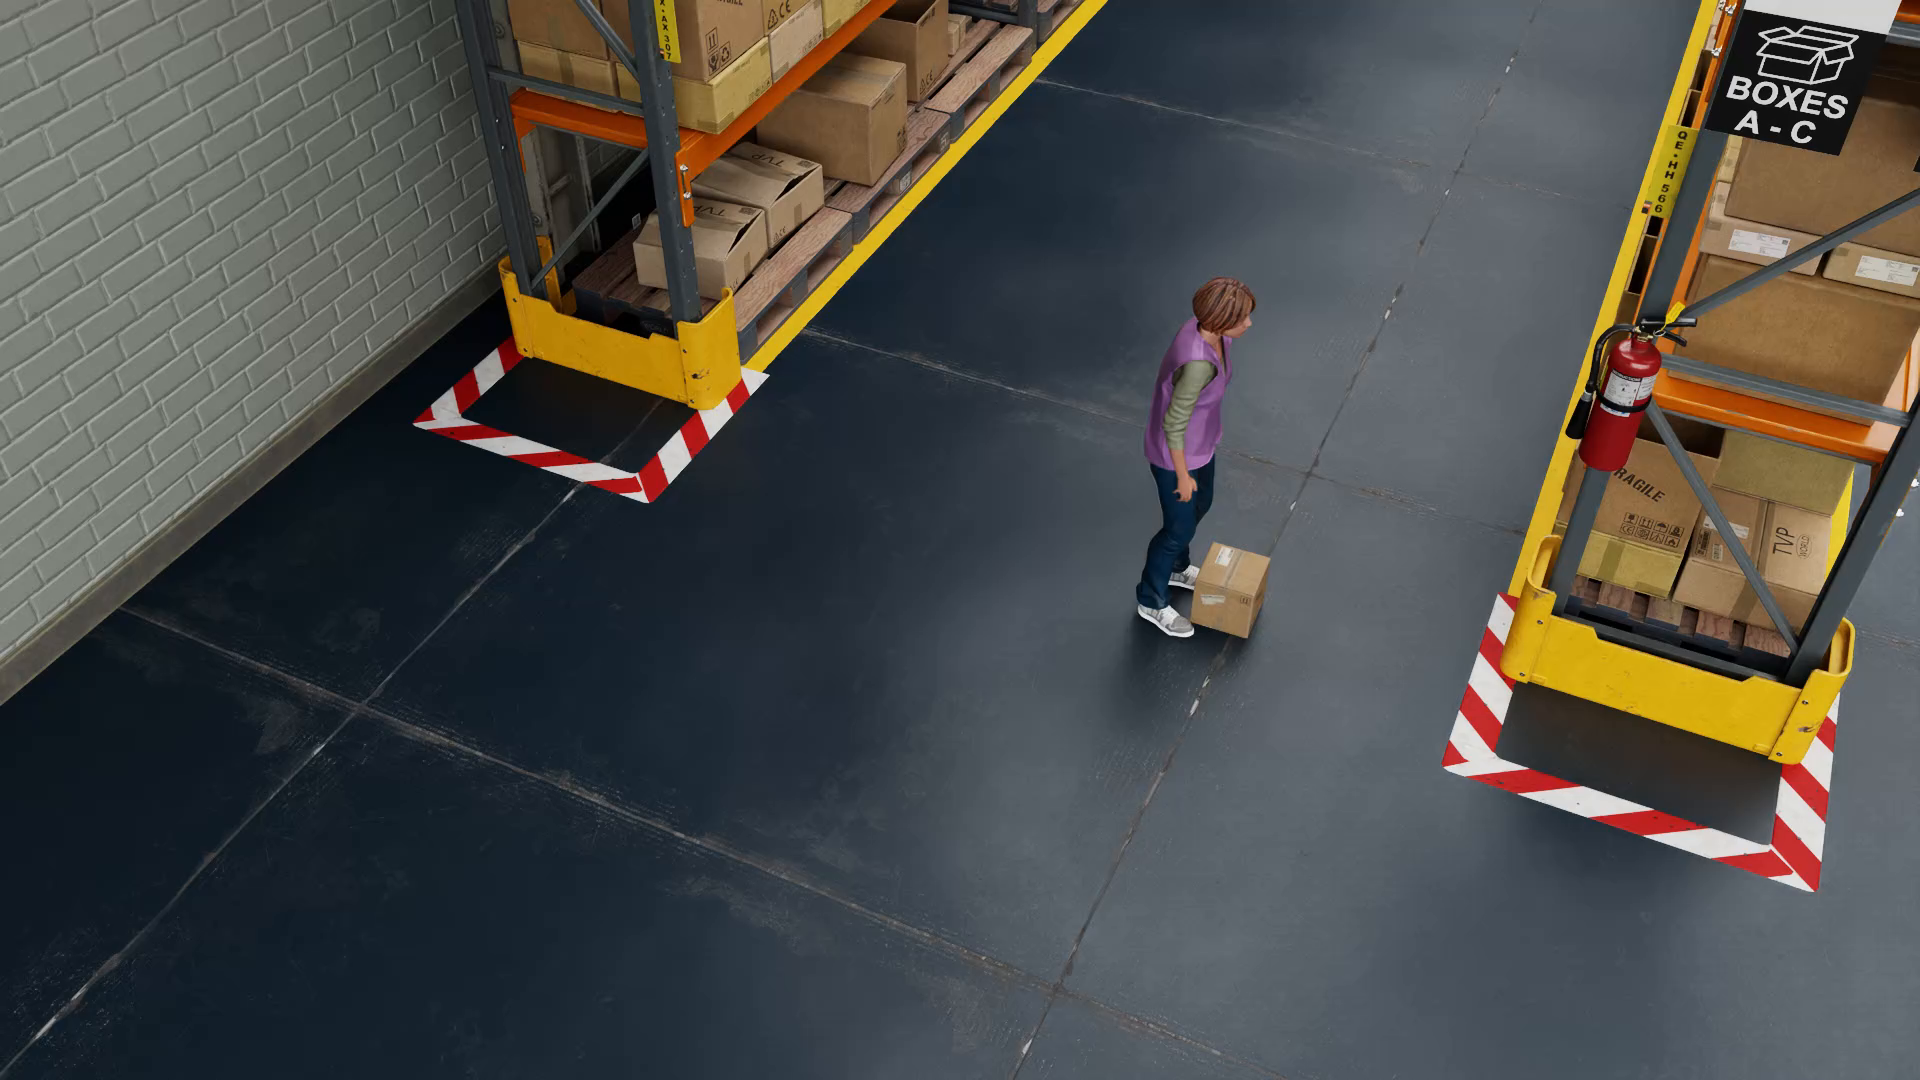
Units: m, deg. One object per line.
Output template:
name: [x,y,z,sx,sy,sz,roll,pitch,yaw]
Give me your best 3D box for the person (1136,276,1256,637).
person: [0.902,-0.348,6.556,0.342,1.582,0.485,15,45,16]
